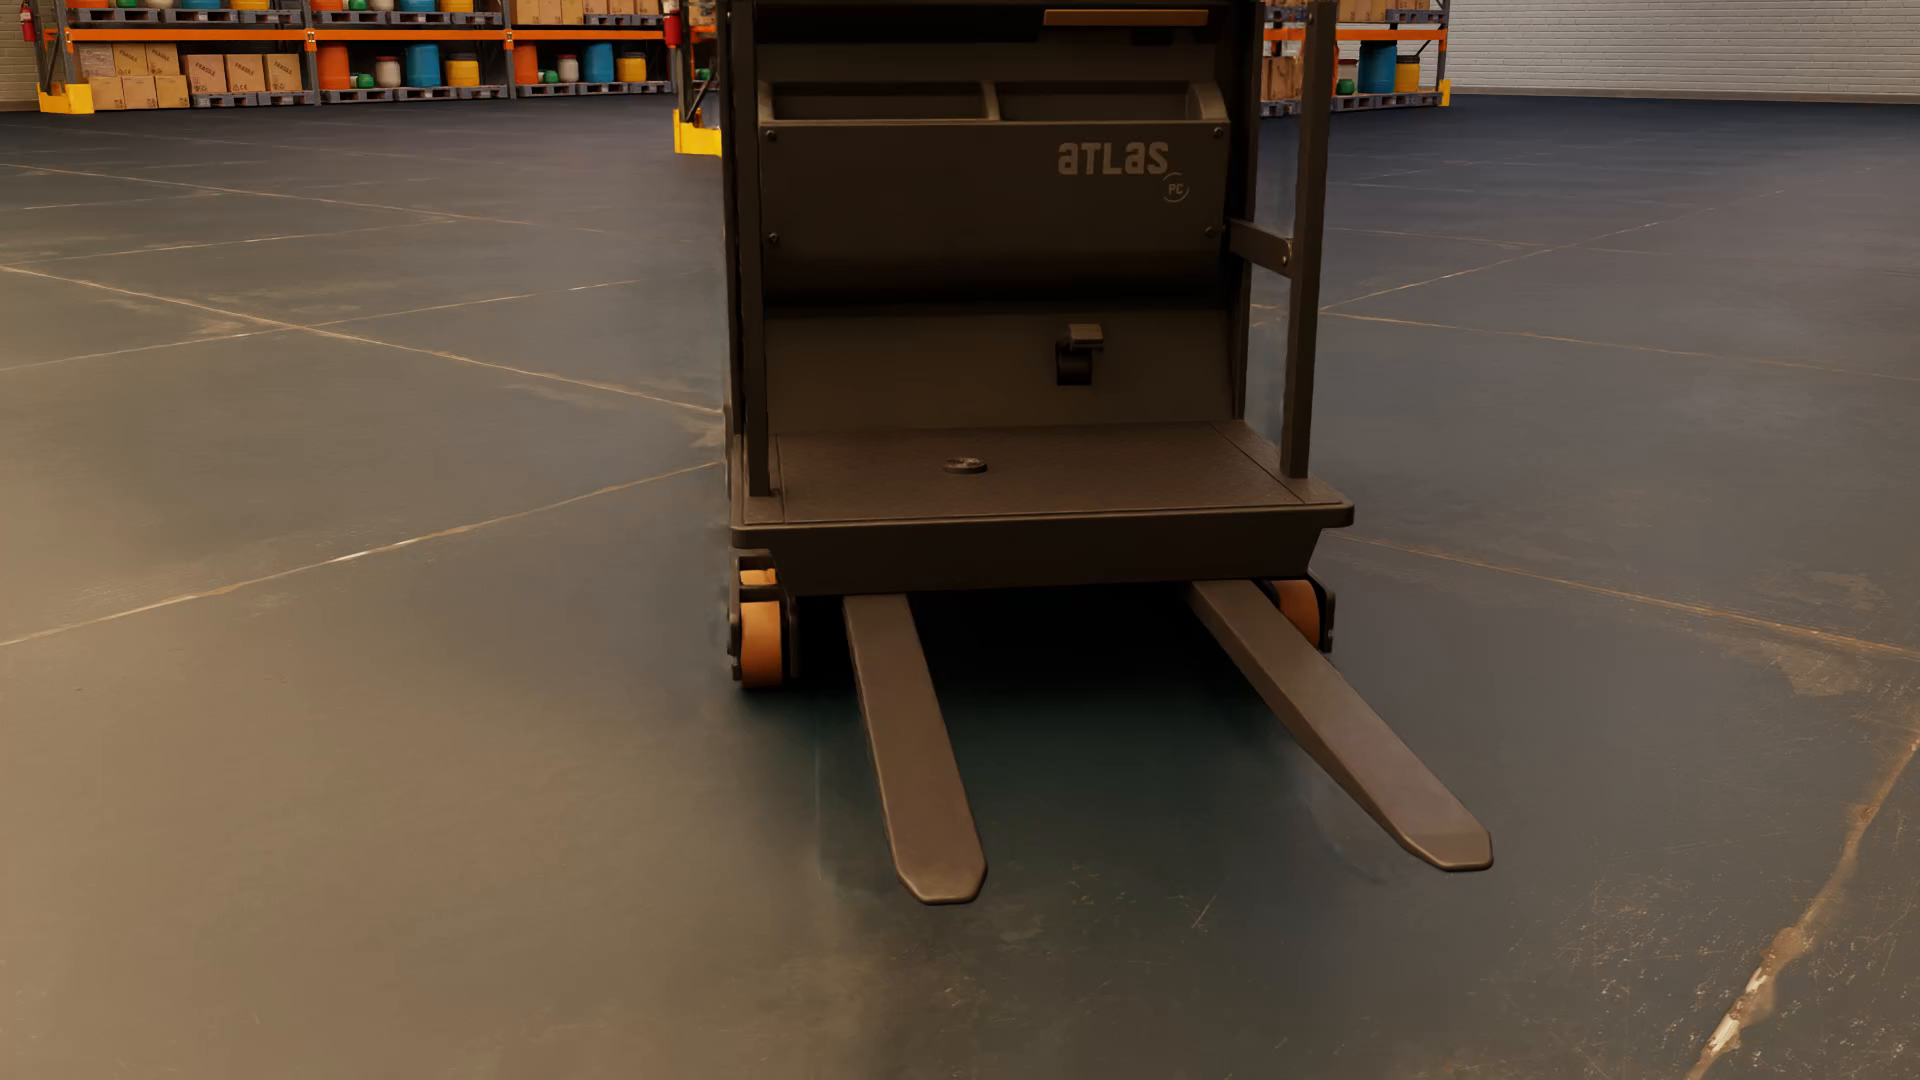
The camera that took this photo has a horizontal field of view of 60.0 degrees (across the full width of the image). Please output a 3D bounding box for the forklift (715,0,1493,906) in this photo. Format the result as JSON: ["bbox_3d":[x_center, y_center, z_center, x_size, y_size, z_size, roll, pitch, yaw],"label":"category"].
[{"bbox_3d":[0.096,-1.235,2.966,1.130,2.935,3.031,-2,17,-7],"label":"forklift"}]
